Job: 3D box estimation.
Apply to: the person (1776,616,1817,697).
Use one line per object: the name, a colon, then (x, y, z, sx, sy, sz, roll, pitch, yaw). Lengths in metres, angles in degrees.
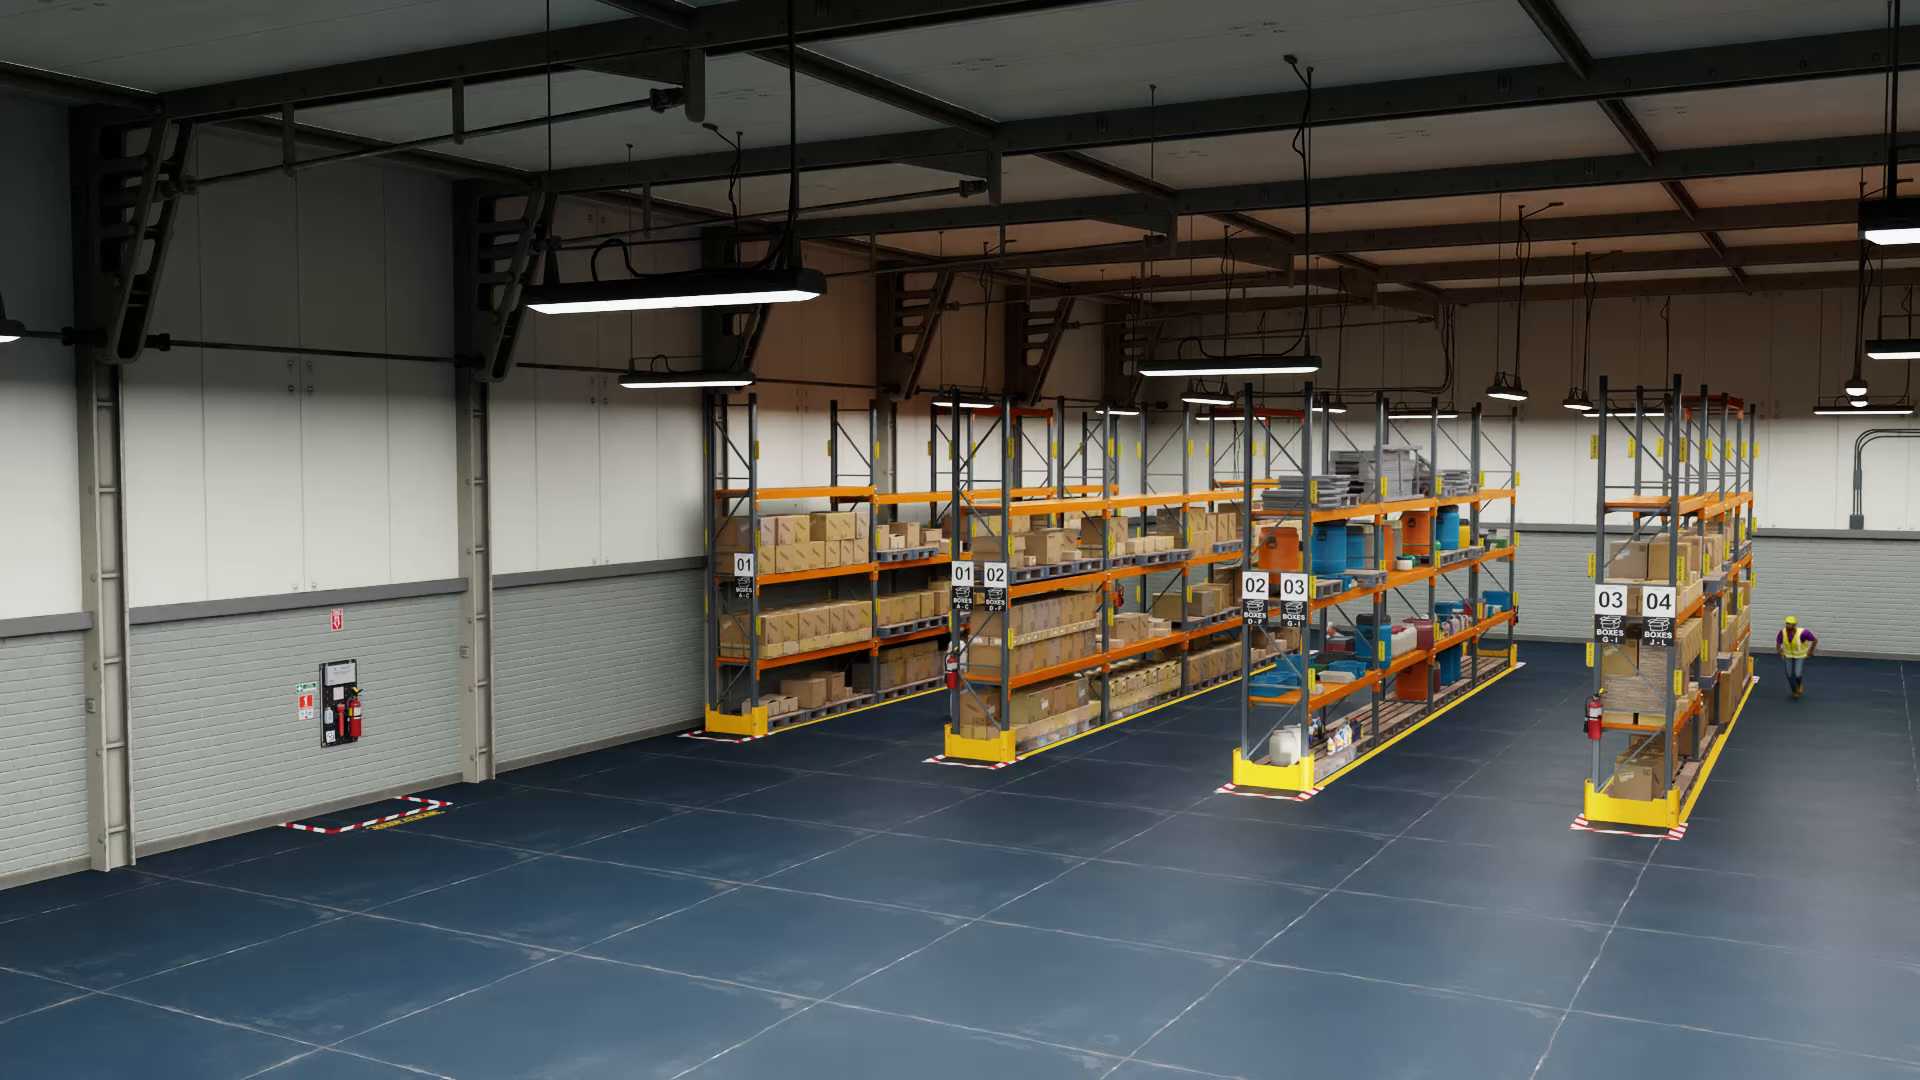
person: (16.867, 2.360, 33.533, 0.753, 1.662, 0.689, 2, 4, 37)

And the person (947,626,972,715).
person: (-0.041, 2.467, 31.306, 0.502, 1.675, 0.447, 3, 4, 39)

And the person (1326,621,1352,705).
person: (7.418, 2.422, 32.749, 0.538, 1.643, 0.549, -3, 4, -41)
